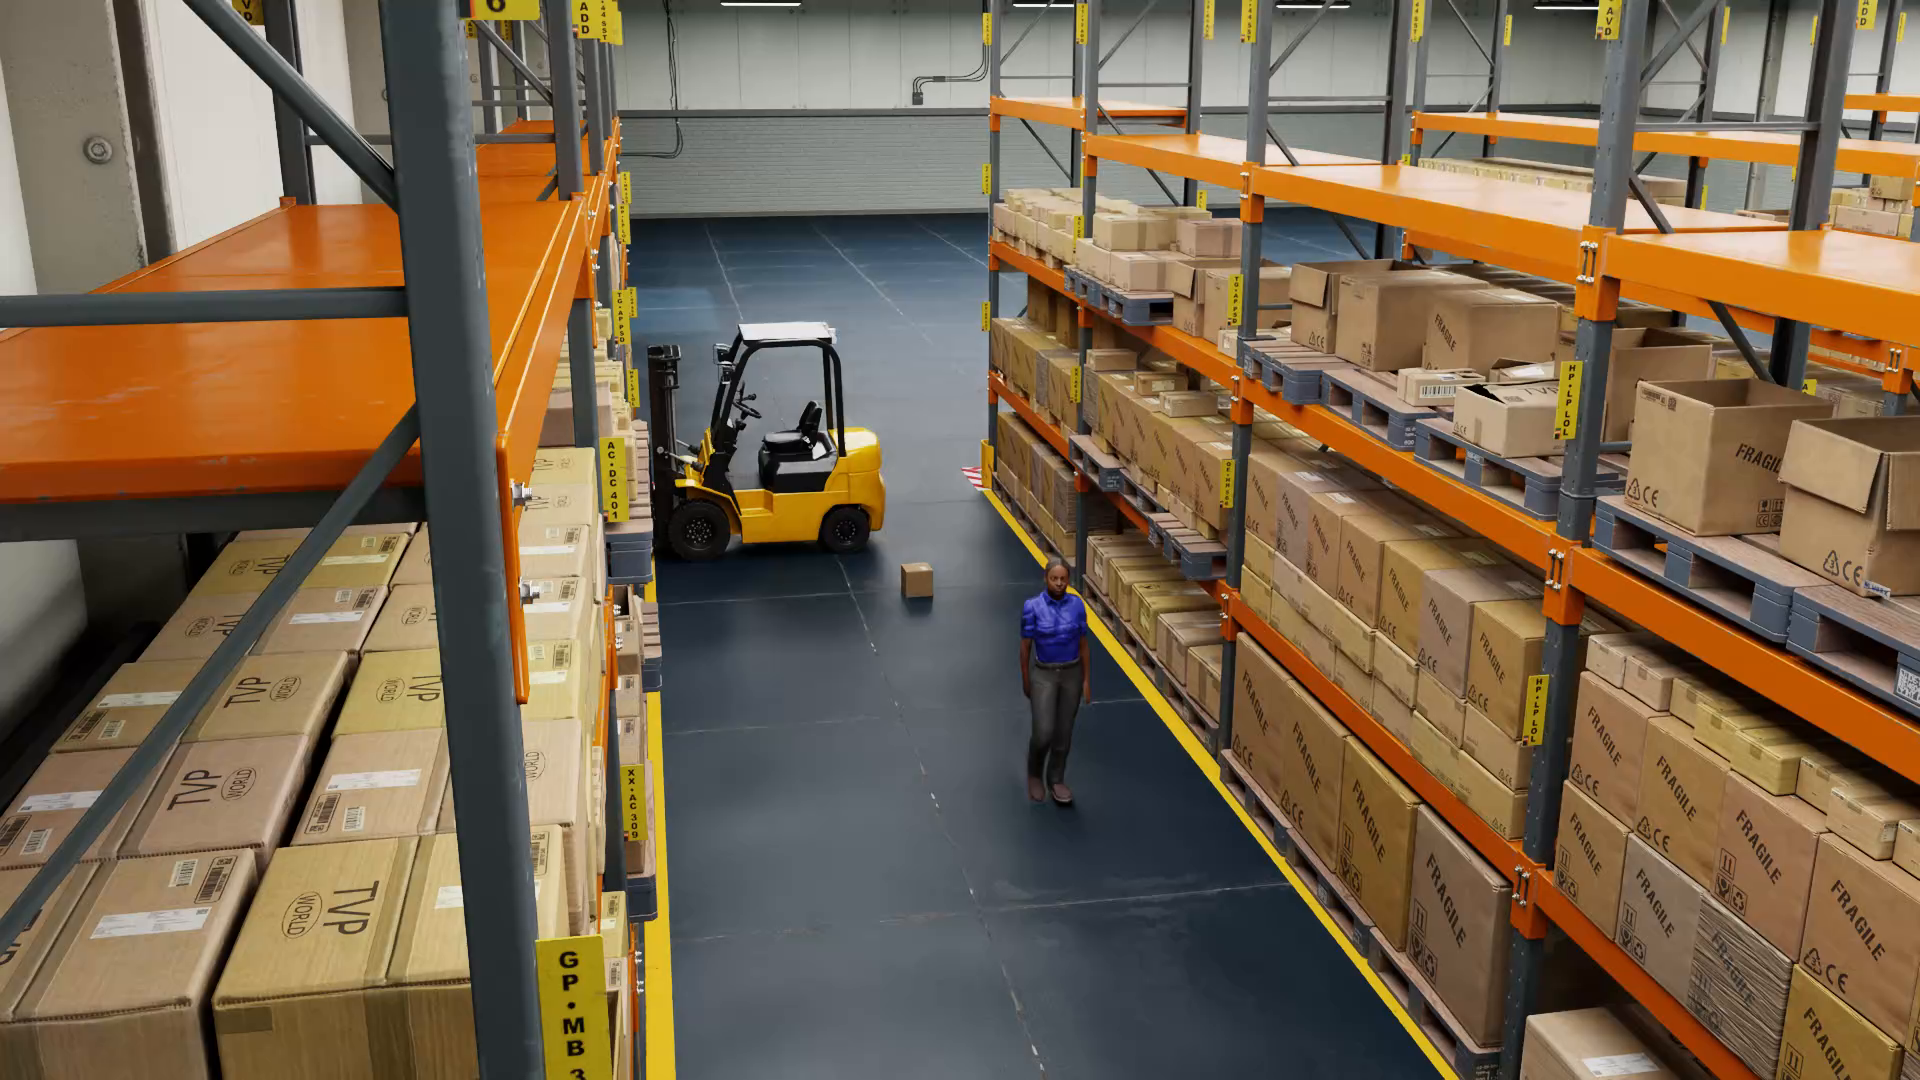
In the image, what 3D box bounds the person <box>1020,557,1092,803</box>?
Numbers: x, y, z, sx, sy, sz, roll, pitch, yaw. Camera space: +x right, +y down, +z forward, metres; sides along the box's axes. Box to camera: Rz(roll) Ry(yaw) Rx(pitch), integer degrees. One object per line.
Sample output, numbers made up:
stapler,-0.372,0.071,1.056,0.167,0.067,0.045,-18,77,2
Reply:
person,0.640,0.940,10.824,0.444,1.672,0.423,-5,17,-15
